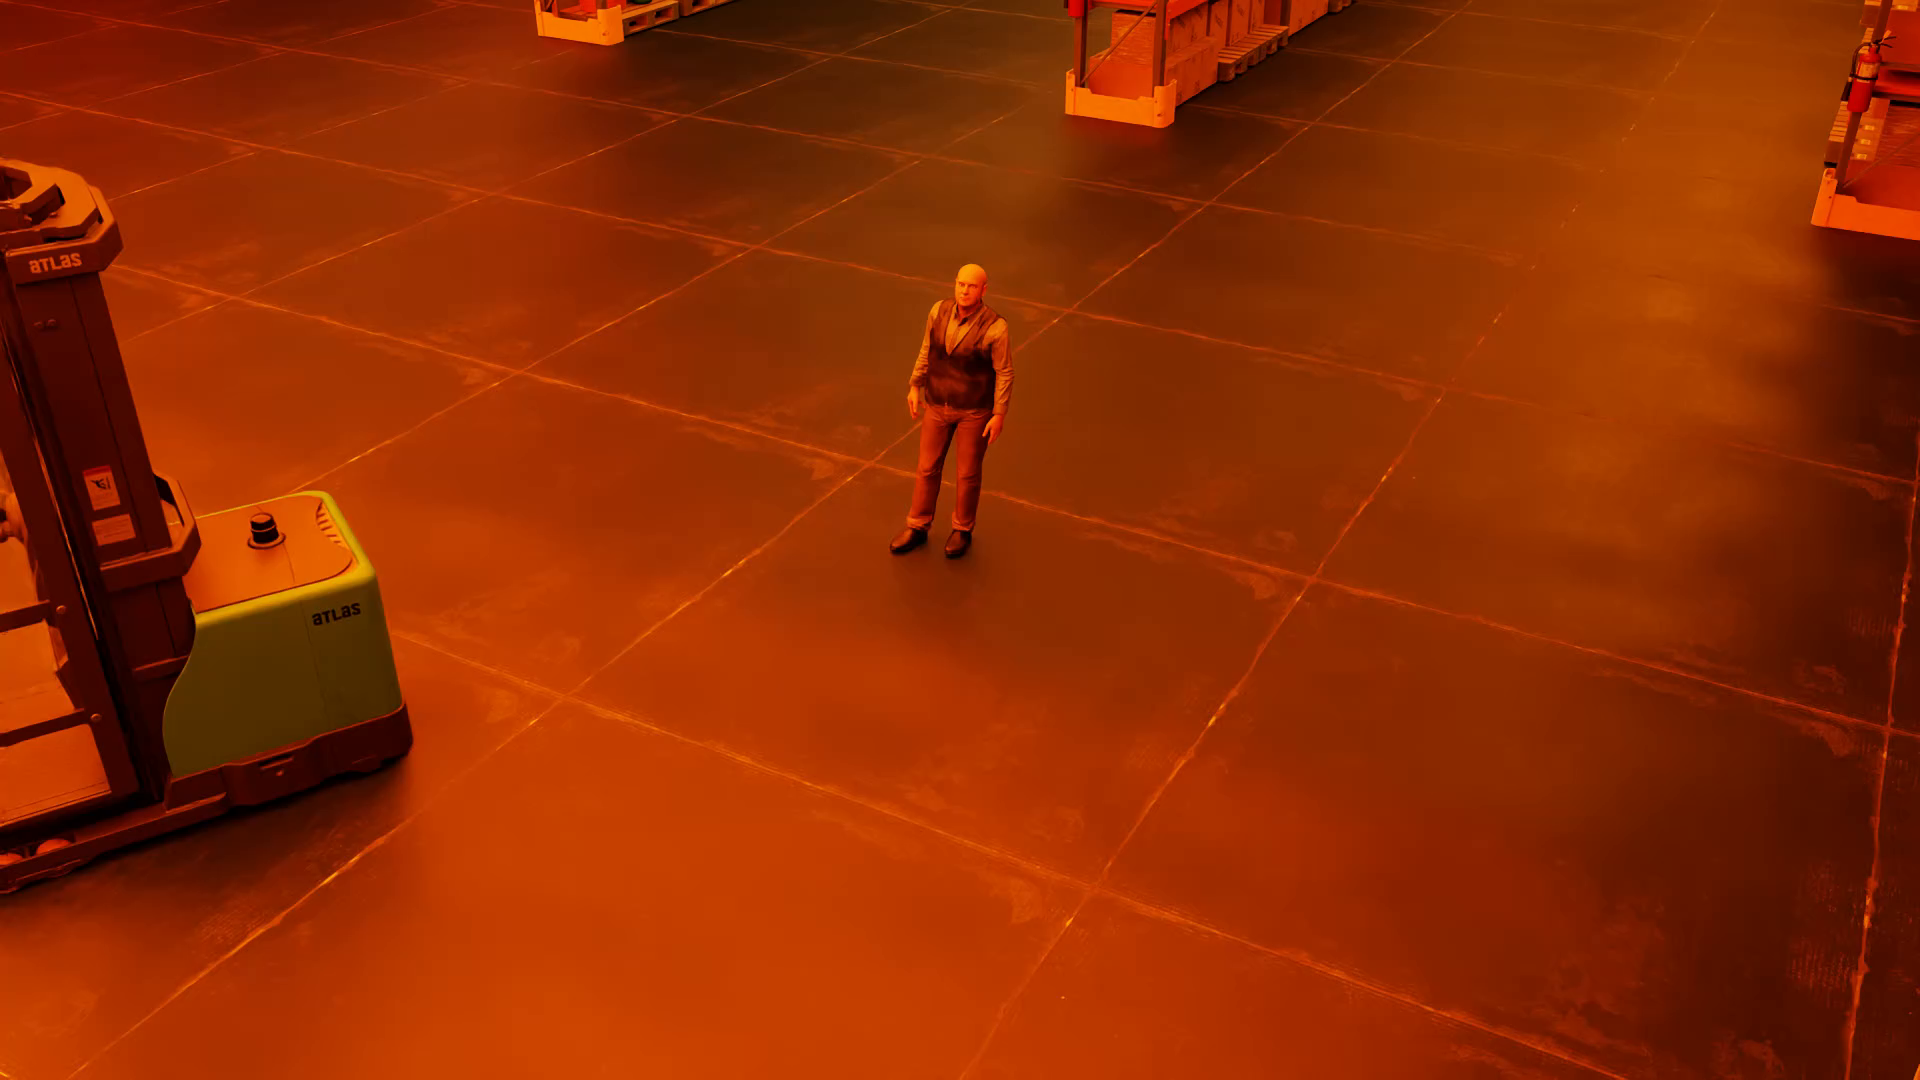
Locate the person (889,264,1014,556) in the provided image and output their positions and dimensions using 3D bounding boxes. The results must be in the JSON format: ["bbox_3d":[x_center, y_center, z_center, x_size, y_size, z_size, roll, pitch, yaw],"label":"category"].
[{"bbox_3d":[-0.037,-0.727,9.525,0.632,1.720,0.568,15,33,25],"label":"person"}]

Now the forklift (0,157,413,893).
[{"bbox_3d":[-4.203,-0.022,7.109,3.031,2.935,1.130,-17,34,-27],"label":"forklift"}]
